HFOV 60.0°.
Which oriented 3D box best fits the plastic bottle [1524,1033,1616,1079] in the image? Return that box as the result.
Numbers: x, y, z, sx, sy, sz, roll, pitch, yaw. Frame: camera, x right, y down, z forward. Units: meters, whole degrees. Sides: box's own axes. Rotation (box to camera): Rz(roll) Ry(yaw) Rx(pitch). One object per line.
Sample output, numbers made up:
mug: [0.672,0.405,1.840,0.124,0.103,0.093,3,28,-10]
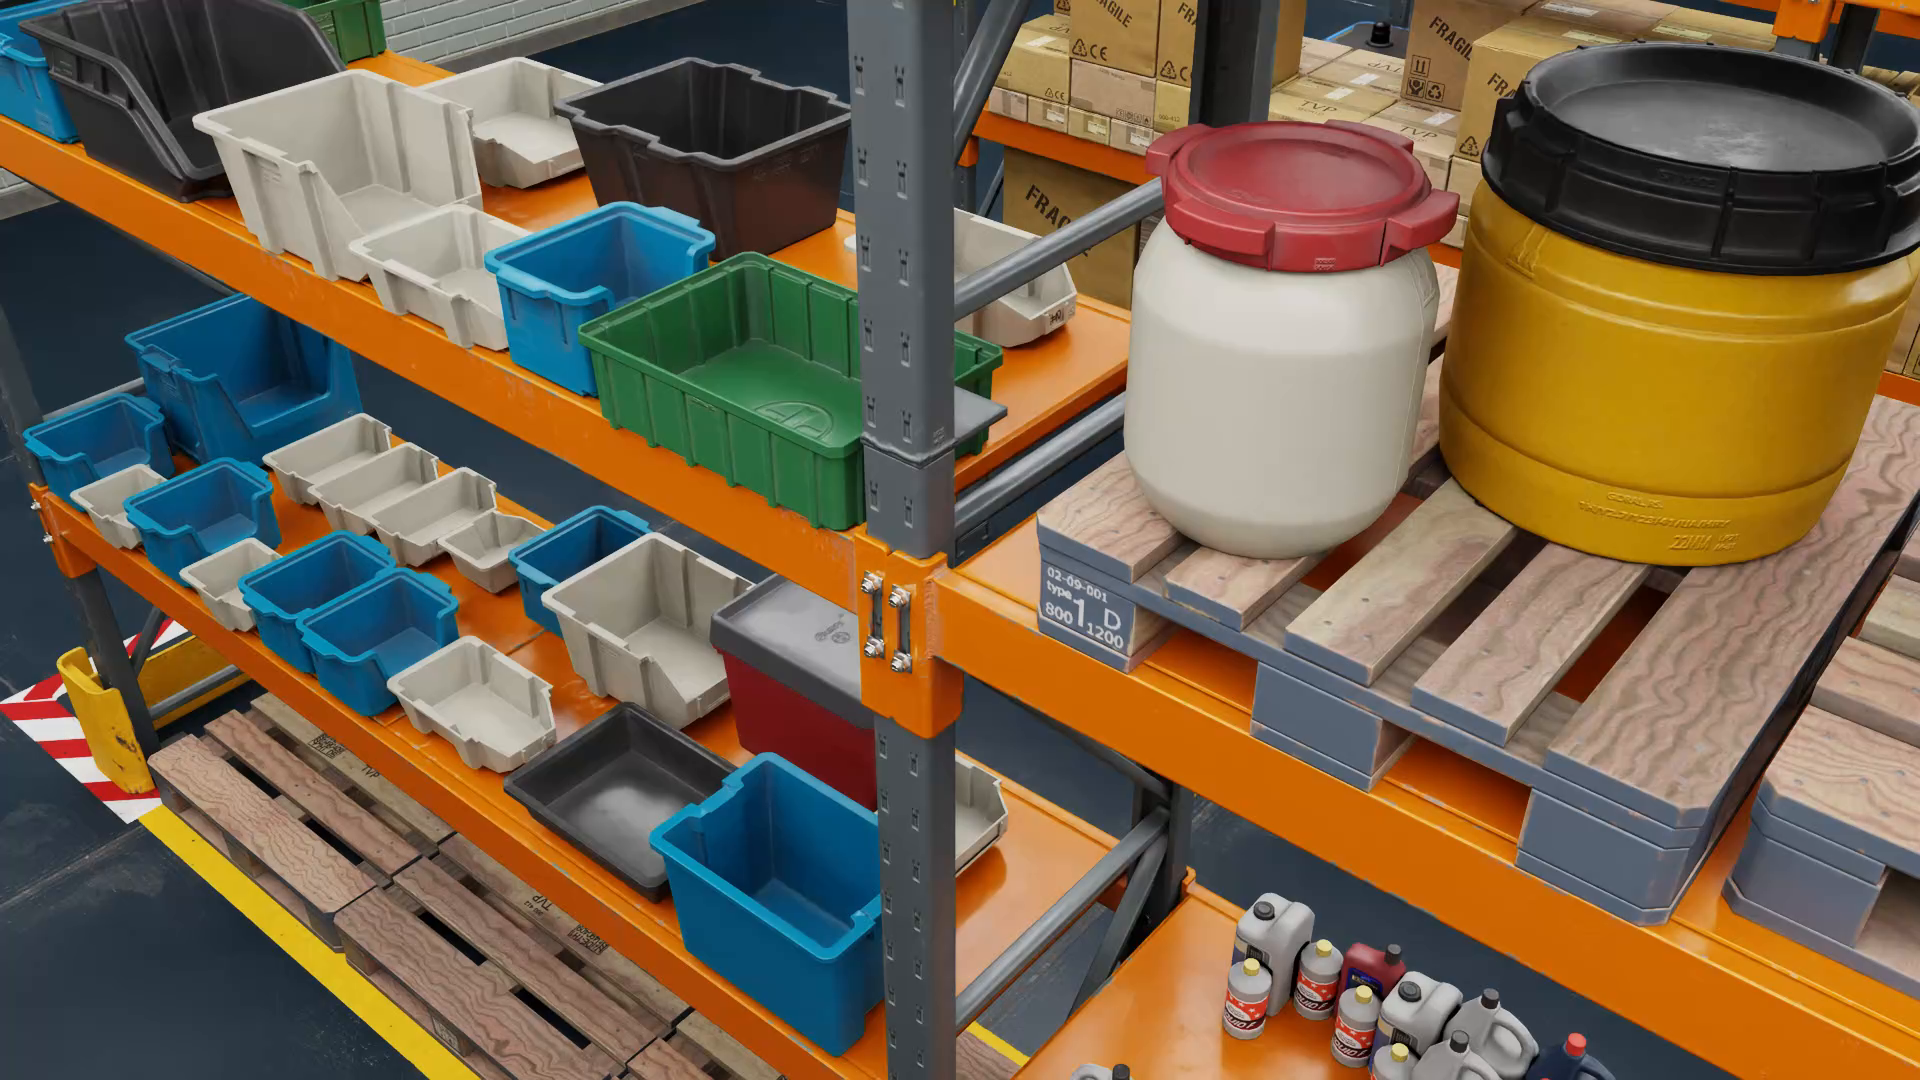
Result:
plastic bottle: [1.266,1.164,3.449,0.185,0.351,0.144,25,42,32]

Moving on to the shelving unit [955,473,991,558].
shelving unit: [-0.127,-0.555,7.498,0.503,1.200,0.258,25,42,32]

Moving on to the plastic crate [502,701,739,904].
plastic crate: [-0.824,0.686,4.291,0.590,0.125,0.437,25,42,32]

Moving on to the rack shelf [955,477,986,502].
rack shelf: [-0.127,-0.335,7.648,0.480,0.148,0.258,25,42,32]

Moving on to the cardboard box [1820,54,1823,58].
cardboard box: [5.738,-3.256,11.464,0.250,0.149,0.380,26,42,33]

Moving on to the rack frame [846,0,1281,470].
rack frame: [0.208,-1.587,2.112,0.127,3.000,1.000,25,42,32]

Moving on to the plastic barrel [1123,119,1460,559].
plastic barrel: [0.452,-0.280,2.367,0.433,0.535,0.433,0,34,0]

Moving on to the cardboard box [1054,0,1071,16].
cardboard box: [0.846,-3.025,8.713,0.500,0.500,0.500,26,42,32]

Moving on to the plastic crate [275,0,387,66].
plastic crate: [-1.925,-1.479,4.791,0.336,0.188,0.450,25,42,32]

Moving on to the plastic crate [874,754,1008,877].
plastic crate: [-0.058,0.739,4.204,0.243,0.136,0.396,25,42,32]

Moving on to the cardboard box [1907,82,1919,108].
cardboard box: [3.874,-1.496,6.304,0.637,0.503,0.797,24,41,31]

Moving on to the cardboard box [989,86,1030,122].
cardboard box: [0.365,-2.342,8.732,0.250,0.149,0.380,26,42,32]

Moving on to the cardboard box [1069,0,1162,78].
cardboard box: [0.884,-2.615,8.116,0.500,0.500,0.500,24,41,31]

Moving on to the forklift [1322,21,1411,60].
forklift: [3.457,-2.963,9.475,3.031,2.935,1.130,24,41,31]

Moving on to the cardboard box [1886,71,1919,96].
cardboard box: [6.323,-2.974,11.052,0.250,0.149,0.380,28,43,34]

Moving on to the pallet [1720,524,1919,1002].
pallet: [1.747,0.378,2.067,1.213,0.211,1.003,25,42,32]

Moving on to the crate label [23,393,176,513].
crate label: [-2.887,-0.286,5.611,0.303,0.233,0.416,25,42,32]

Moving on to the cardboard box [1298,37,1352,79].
cardboard box: [1.626,-2.350,8.392,0.500,0.250,0.500,24,41,30]

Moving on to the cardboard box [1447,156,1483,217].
cardboard box: [2.471,-1.562,7.244,0.500,0.250,0.500,27,43,33]

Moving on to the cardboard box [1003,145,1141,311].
cardboard box: [0.846,-1.818,9.253,0.875,0.875,0.875,25,42,32]

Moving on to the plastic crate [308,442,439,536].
plastic crate: [-1.910,-0.151,5.500,0.243,0.136,0.396,25,42,32]

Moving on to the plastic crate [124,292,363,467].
plastic crate: [-2.489,-0.562,5.835,0.499,0.435,0.616,25,42,32]

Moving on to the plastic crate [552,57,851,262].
plastic crate: [-0.571,-0.866,3.827,0.590,0.269,0.497,25,42,32]

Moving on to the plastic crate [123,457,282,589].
plastic crate: [-2.381,-0.047,5.264,0.300,0.233,0.416,25,42,32]

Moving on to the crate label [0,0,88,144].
crate label: [-2.363,-1.263,4.421,0.502,0.251,0.408,25,42,32]

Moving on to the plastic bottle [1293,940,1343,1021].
plastic bottle: [0.825,1.000,3.819,0.097,0.201,0.097,0,34,0]

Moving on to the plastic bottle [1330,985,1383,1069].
plastic bottle: [0.888,1.075,3.711,0.097,0.201,0.097,0,34,0]

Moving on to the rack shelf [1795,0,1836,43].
rack shelf: [4.914,-1.484,5.248,4.000,0.370,1.077,25,42,32]

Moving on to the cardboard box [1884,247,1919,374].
cardboard box: [3.571,-1.035,6.519,0.500,0.500,0.500,25,42,32]

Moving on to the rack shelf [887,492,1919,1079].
rack shelf: [1.745,0.671,2.110,4.000,0.370,1.077,25,42,32]

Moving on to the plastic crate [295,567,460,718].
plastic crate: [-1.644,0.300,4.759,0.300,0.233,0.416,25,42,32]

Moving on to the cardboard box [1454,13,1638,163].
cardboard box: [2.471,-1.872,7.034,0.500,0.500,0.500,26,42,32]

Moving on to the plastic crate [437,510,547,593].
plastic crate: [-1.441,0.038,5.224,0.250,0.136,0.298,25,42,32]

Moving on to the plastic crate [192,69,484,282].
plastic crate: [-1.360,-0.813,3.740,0.530,0.282,0.437,25,42,32]

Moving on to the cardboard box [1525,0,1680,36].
cardboard box: [2.799,-2.105,7.373,0.500,0.500,0.500,25,42,32]

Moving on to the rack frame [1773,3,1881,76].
rack frame: [3.377,-1.269,6.948,0.127,3.000,1.000,25,42,32]

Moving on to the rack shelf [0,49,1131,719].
rack shelf: [-1.329,-0.778,4.219,4.000,0.370,1.077,25,42,32]

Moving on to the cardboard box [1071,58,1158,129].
cardboard box: [0.903,-2.302,8.322,0.500,0.250,0.500,25,41,31]

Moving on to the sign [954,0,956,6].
sign: [-0.056,-2.868,8.442,0.005,0.325,0.100,25,42,32]

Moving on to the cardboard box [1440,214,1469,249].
cardboard box: [2.341,-1.413,7.379,0.250,0.149,0.380,26,42,33]

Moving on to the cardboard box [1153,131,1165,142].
cardboard box: [1.156,-1.971,8.192,0.250,0.149,0.380,24,41,31]

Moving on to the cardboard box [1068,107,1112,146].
cardboard box: [0.760,-2.157,8.463,0.250,0.149,0.380,24,41,31]

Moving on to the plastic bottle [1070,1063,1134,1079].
plastic bottle: [0.303,1.190,3.412,0.185,0.351,0.144,25,42,32]

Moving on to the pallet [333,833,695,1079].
pallet: [-1.323,1.344,5.606,1.213,0.211,1.003,25,42,32]

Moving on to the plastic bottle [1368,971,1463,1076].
plastic bottle: [0.999,1.072,3.649,0.135,0.276,0.152,25,42,32]

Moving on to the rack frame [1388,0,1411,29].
rack frame: [3.554,-4.839,12.146,0.127,3.000,1.000,25,42,32]

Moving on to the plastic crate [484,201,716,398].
plastic crate: [-0.696,-0.472,3.286,0.300,0.233,0.416,25,42,32]

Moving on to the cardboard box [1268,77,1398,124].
cardboard box: [1.691,-1.931,7.782,0.500,0.250,0.500,24,41,31]

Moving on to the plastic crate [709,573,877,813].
plastic crate: [-0.317,0.402,4.405,0.583,0.464,0.402,25,42,32]

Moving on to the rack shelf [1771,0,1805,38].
rack shelf: [1.840,-2.933,7.357,4.000,0.370,1.077,25,42,32]
